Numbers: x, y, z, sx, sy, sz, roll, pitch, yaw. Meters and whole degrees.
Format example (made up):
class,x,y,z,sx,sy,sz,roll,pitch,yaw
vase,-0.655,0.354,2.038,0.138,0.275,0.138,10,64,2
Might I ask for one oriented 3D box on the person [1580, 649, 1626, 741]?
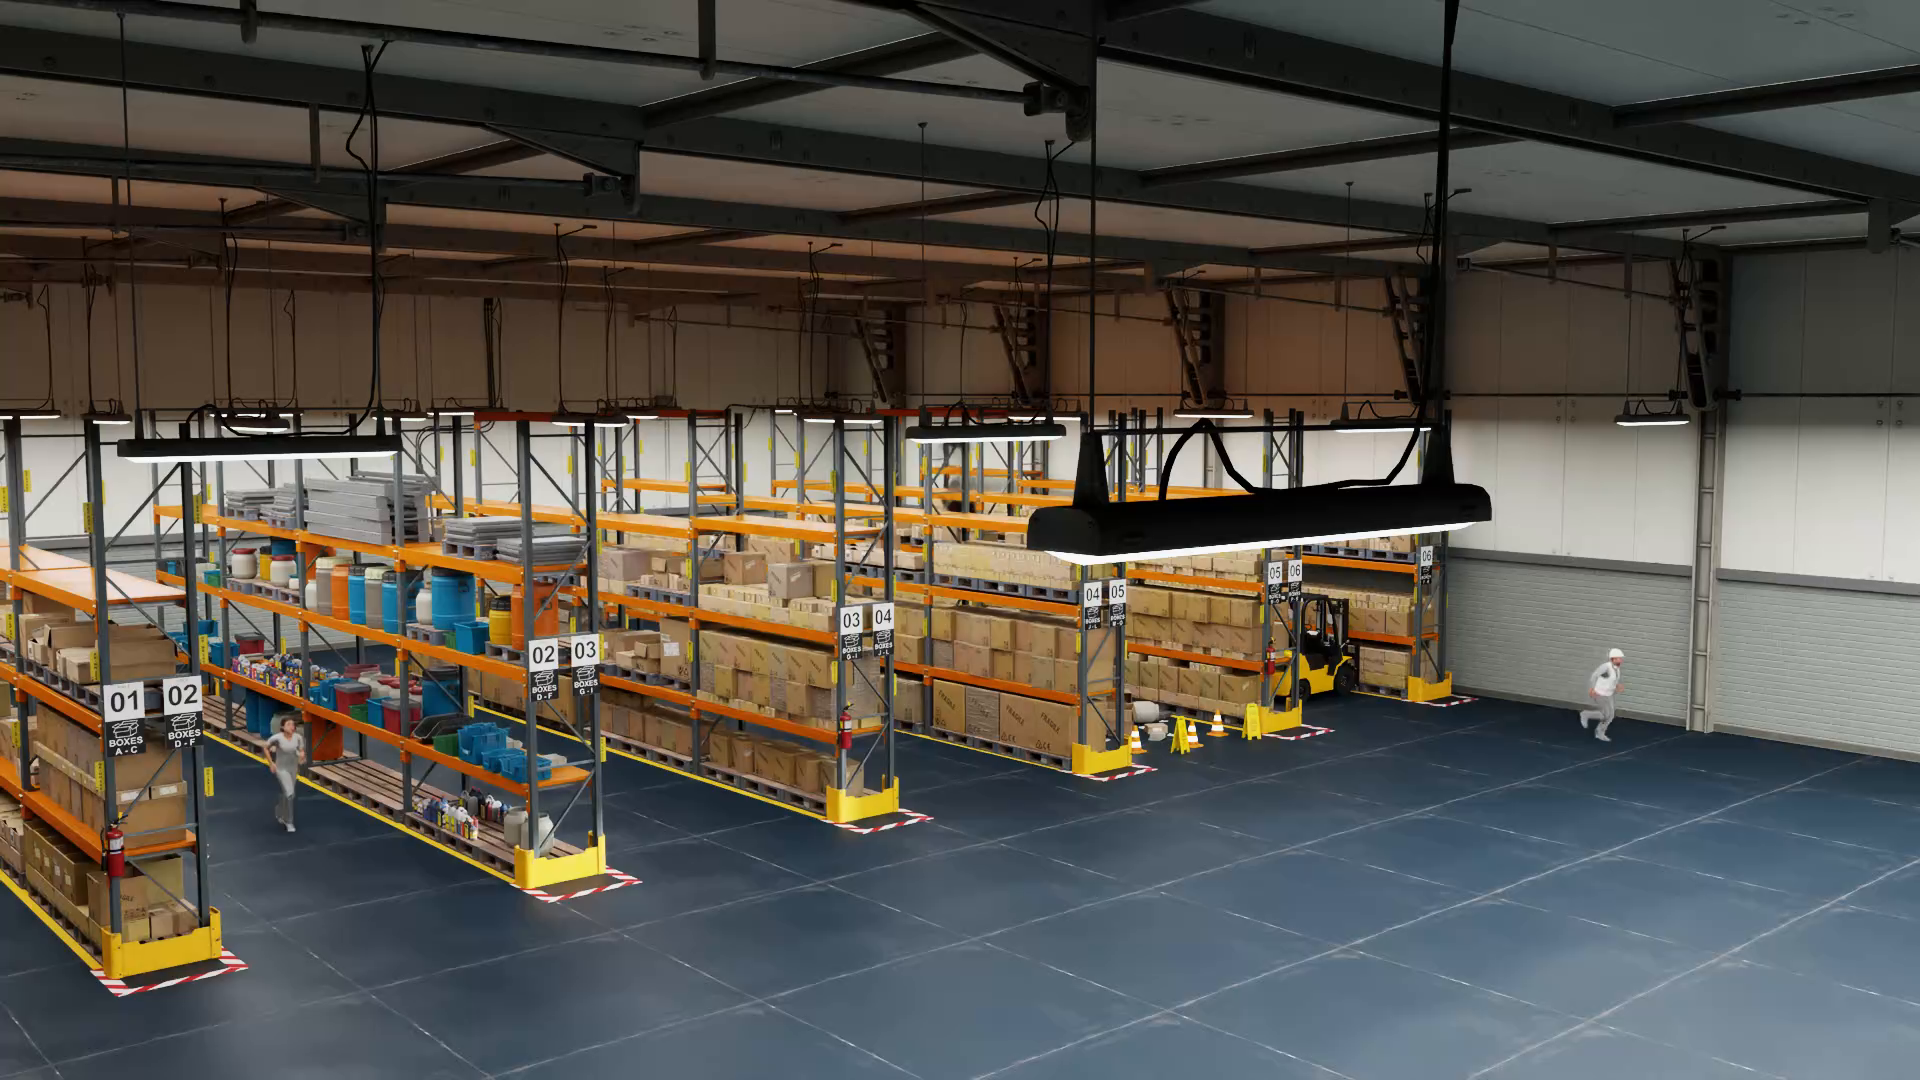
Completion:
class,x,y,z,sx,sy,sz,roll,pitch,yaw
person,11.796,2.823,30.520,0.788,1.710,0.652,4,7,42

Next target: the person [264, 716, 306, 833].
class,x,y,z,sx,sy,sz,roll,pitch,yaw
person,-9.804,3.399,24.195,0.841,1.710,0.499,4,6,37
